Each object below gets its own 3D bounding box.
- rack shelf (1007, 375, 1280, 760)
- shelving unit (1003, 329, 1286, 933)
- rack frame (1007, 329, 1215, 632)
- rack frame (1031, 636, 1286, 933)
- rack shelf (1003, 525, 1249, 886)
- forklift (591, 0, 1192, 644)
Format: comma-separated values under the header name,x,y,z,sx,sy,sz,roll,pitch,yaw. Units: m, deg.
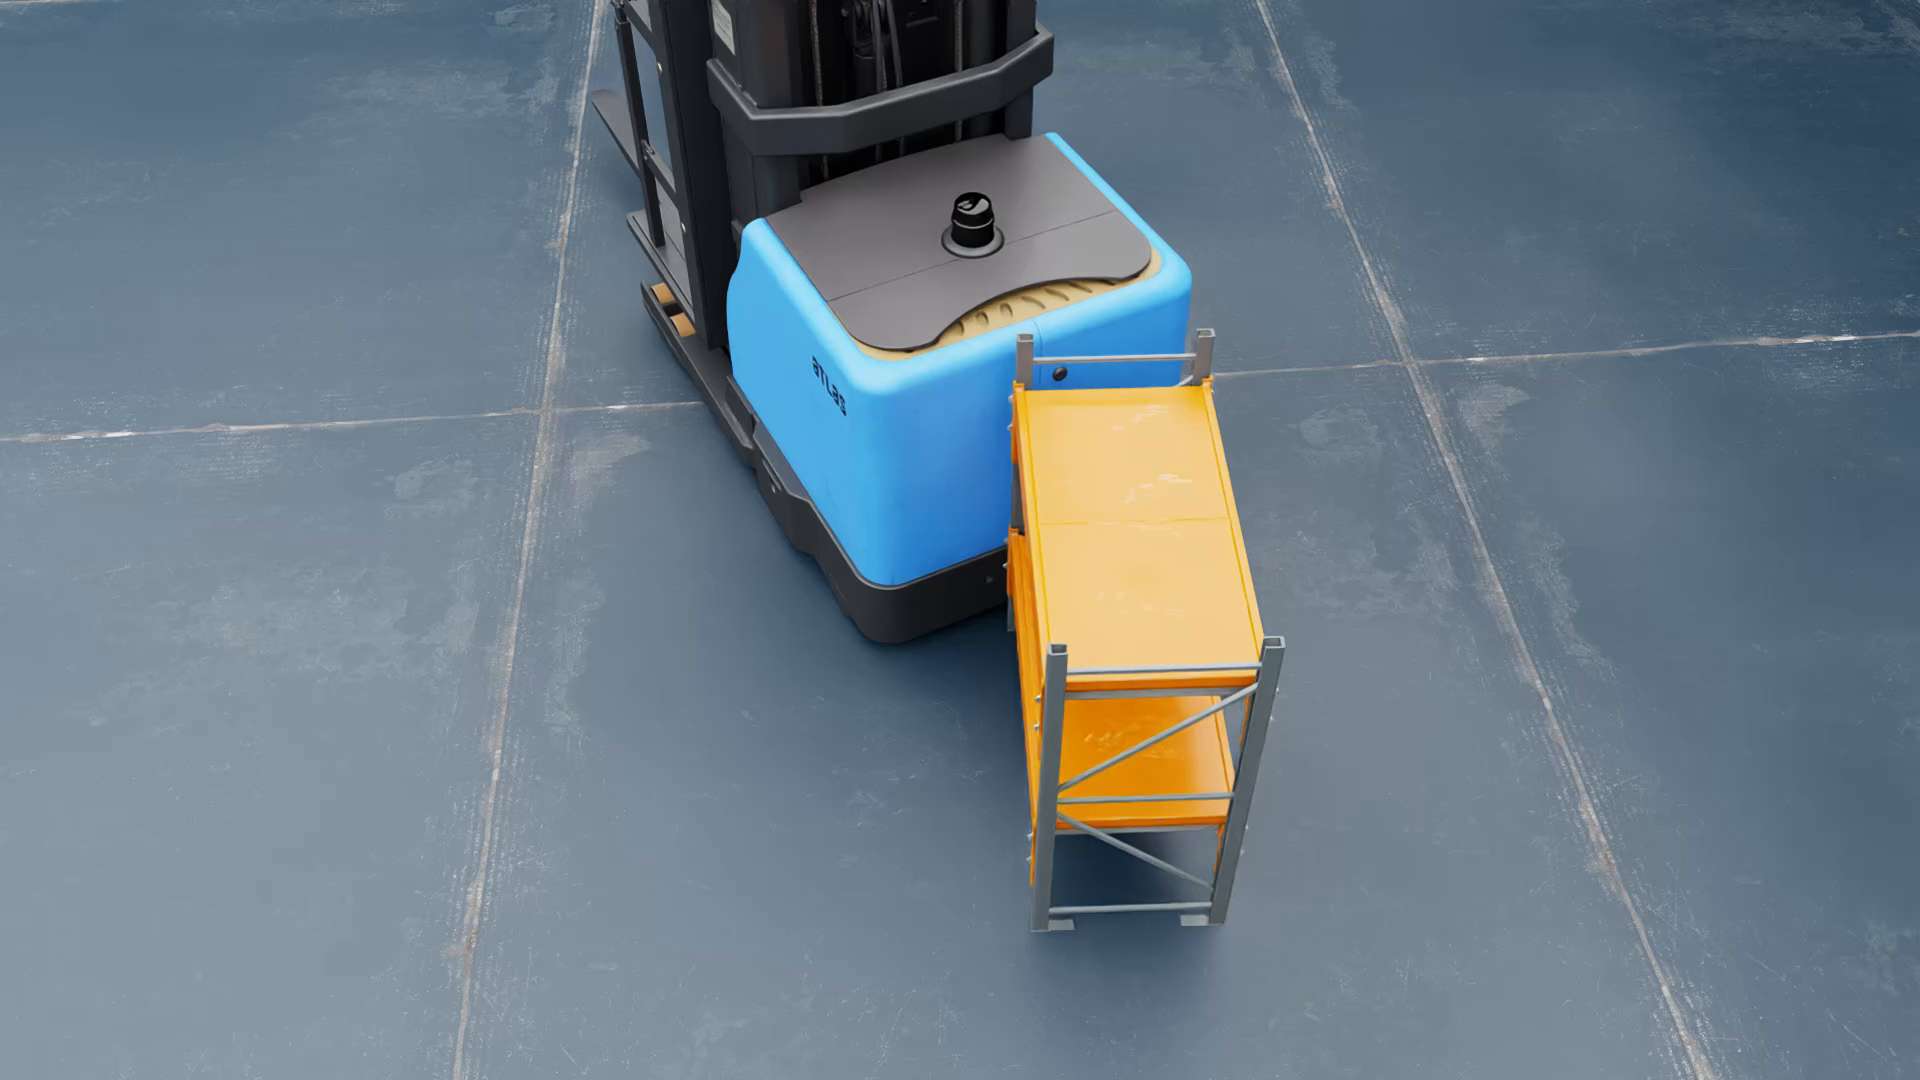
name,x,y,z,sx,sy,sz,roll,pitch,yaw
rack shelf,0.413,0.038,4.036,0.538,0.278,1.000,-2,47,-2
shelving unit,0.413,0.239,4.249,0.538,1.125,1.048,-2,47,-2
rack frame,0.392,-0.130,4.598,0.500,1.125,0.032,-2,47,-2
rack frame,0.433,0.608,3.900,0.500,1.125,0.032,-2,47,-2
rack shelf,0.413,0.407,4.426,0.538,0.278,1.000,-2,47,-2
forklift,-0.478,-1.779,4.916,1.130,2.935,3.031,-21,50,-18
